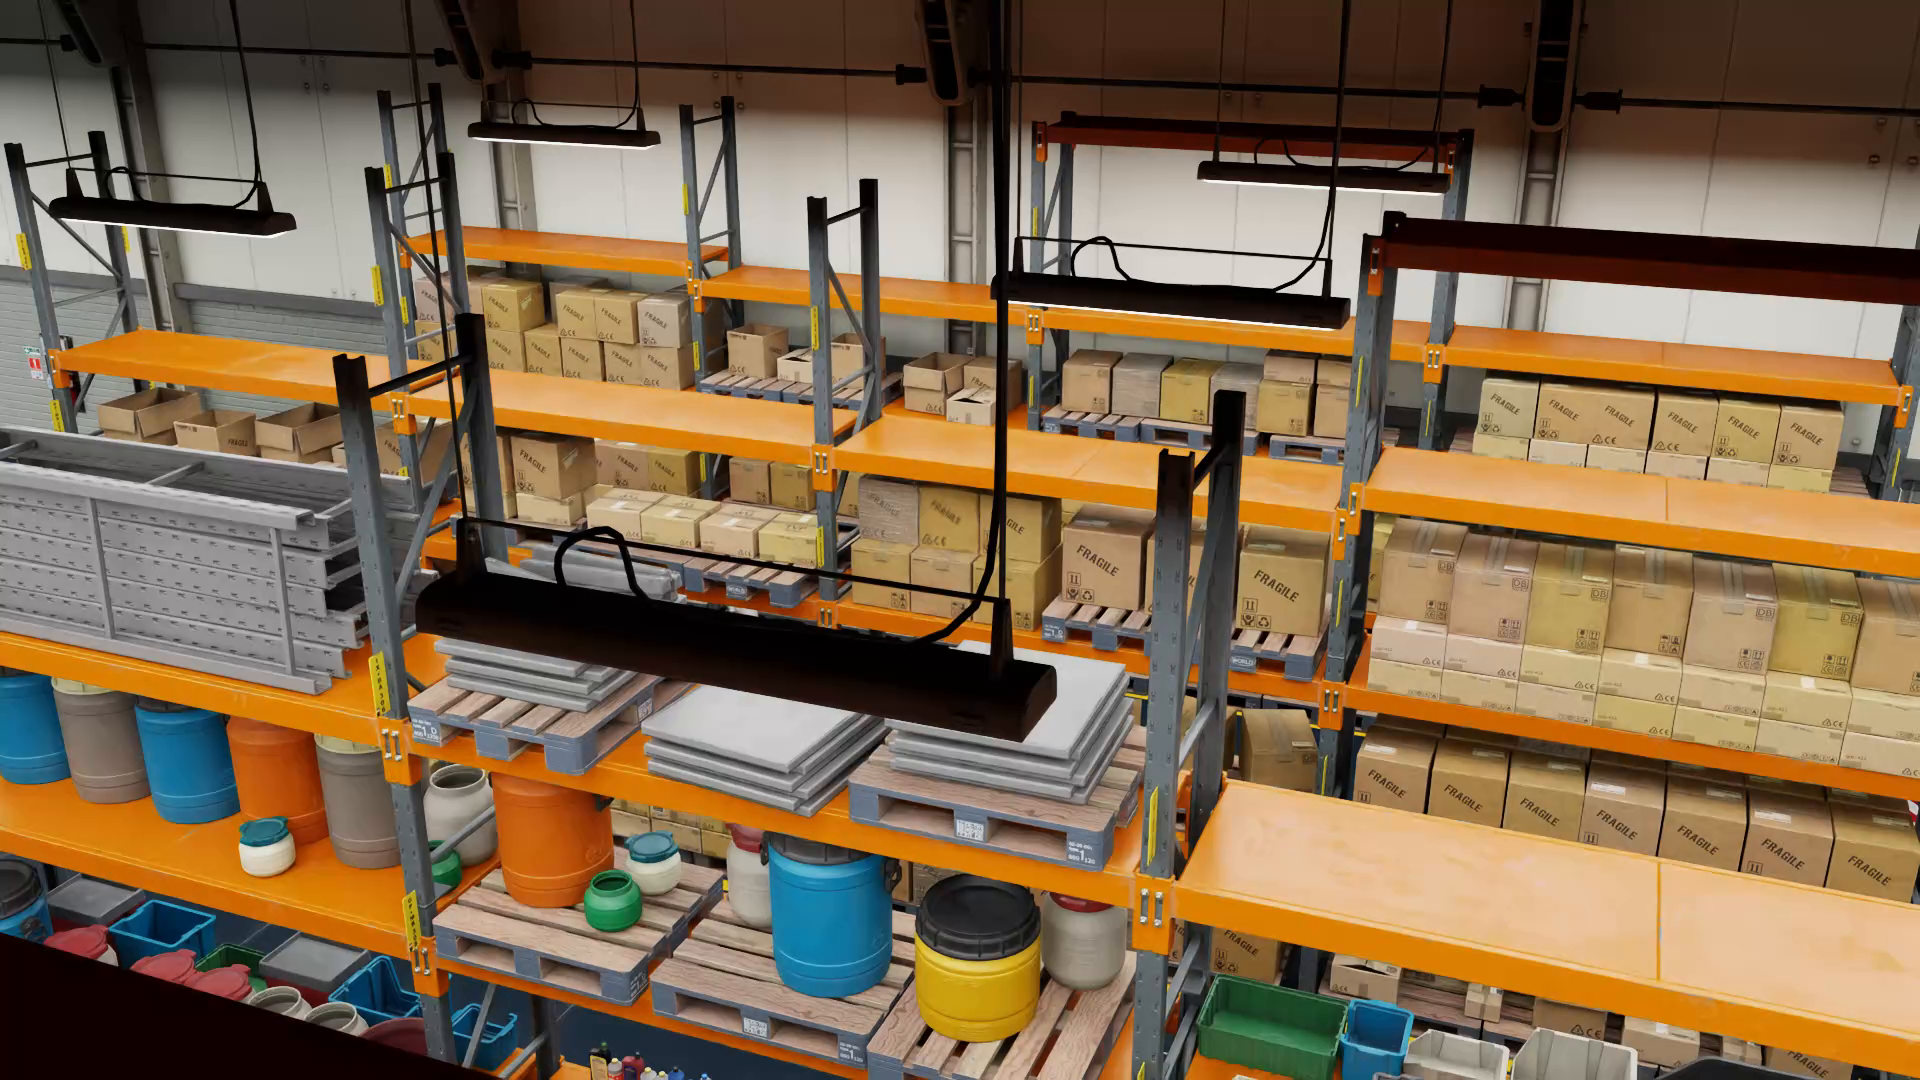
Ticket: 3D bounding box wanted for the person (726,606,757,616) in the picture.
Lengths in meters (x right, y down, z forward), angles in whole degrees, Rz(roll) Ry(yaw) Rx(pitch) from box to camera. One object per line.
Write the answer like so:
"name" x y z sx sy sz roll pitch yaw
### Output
"person" -2.269 1.106 17.017 1.063 1.725 0.564 2 21 6
